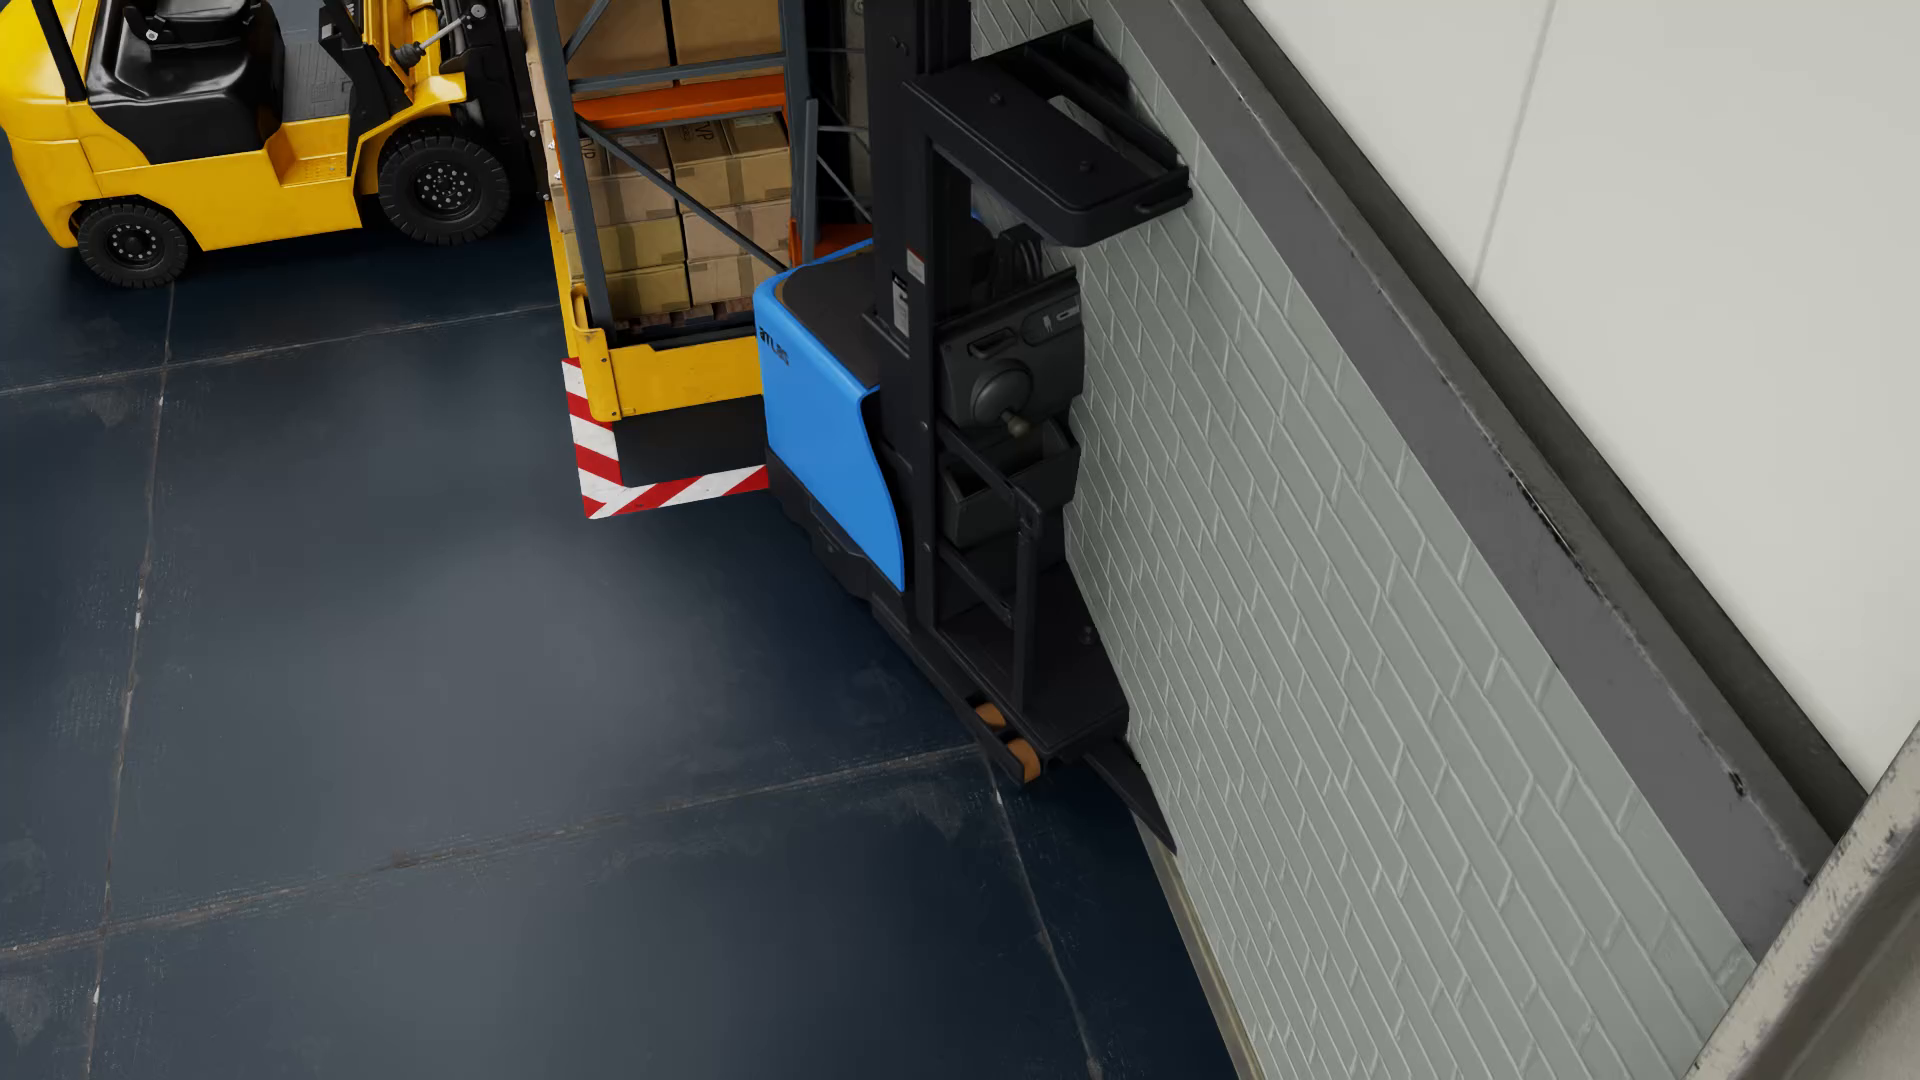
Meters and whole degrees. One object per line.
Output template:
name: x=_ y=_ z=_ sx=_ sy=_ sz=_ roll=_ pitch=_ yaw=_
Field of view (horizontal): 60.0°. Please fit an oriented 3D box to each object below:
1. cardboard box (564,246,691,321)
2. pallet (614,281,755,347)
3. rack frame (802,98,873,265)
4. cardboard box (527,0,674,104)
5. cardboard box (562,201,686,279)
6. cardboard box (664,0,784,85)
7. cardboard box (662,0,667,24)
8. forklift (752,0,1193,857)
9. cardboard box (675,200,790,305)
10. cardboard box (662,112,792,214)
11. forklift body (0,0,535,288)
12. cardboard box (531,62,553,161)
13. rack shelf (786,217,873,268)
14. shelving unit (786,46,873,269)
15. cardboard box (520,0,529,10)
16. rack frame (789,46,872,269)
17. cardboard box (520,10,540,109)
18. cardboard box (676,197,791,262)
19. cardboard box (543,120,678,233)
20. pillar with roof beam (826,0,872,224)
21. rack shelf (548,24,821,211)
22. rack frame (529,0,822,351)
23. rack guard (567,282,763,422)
cardboard box: x=-1.510 y=-1.247 z=7.503 sx=0.500 sy=0.250 sz=0.500 roll=-10 pitch=46 yaw=-10
pallet: x=-1.321 y=-1.341 z=7.916 sx=1.003 sy=0.211 sz=1.213 roll=-11 pitch=47 yaw=-10
rack frame: x=-0.360 y=-0.945 z=6.390 sx=0.500 sy=1.500 sz=0.032 roll=0 pitch=32 yaw=-8
cardboard box: x=-1.464 y=-2.123 z=6.660 sx=0.500 sy=0.500 sz=0.500 roll=-12 pitch=47 yaw=-11
cardboard box: x=-1.511 y=-1.435 z=7.337 sx=0.500 sy=0.250 sz=0.500 roll=-11 pitch=47 yaw=-11
cardboard box: x=-0.943 y=-2.224 z=6.759 sx=0.500 sy=0.500 sz=0.500 roll=-9 pitch=46 yaw=-9
cardboard box: x=-1.097 y=-2.580 z=7.108 sx=0.500 sy=0.500 sz=0.500 roll=-9 pitch=46 yaw=-9
forklift: x=0.462 y=-0.557 z=5.244 sx=1.130 sy=2.935 sz=3.031 roll=-26 pitch=51 yaw=-24
cardboard box: x=-1.021 y=-1.356 z=7.609 sx=0.500 sy=0.250 sz=0.500 roll=-11 pitch=47 yaw=-10
cardboard box: x=-1.024 y=-1.697 z=7.244 sx=0.500 sy=0.250 sz=0.500 roll=-11 pitch=47 yaw=-11
forklift body: x=-3.333 y=-2.475 z=7.669 sx=2.313 sy=2.155 sz=1.214 roll=-11 pitch=47 yaw=-10
cardboard box: x=-1.640 y=-1.943 z=7.485 sx=0.500 sy=0.250 sz=0.500 roll=-10 pitch=46 yaw=-10
rack shelf: x=-0.436 y=-1.062 z=6.910 sx=0.538 sy=0.185 sz=1.000 roll=0 pitch=32 yaw=-8
shelving unit: x=-0.423 y=-1.220 z=6.824 sx=0.587 sy=1.500 sz=1.083 roll=0 pitch=32 yaw=-8
cardboard box: x=-1.901 y=-2.641 z=8.169 sx=0.500 sy=0.250 sz=0.500 roll=-12 pitch=47 yaw=-11
rack frame: x=-0.484 y=-1.485 z=7.242 sx=0.500 sy=1.500 sz=0.032 roll=0 pitch=32 yaw=-8
cardboard box: x=-1.779 y=-2.290 z=7.825 sx=0.500 sy=0.250 sz=0.500 roll=-10 pitch=46 yaw=-10
cardboard box: x=-1.004 y=-1.518 z=7.419 sx=0.500 sy=0.250 sz=0.500 roll=-10 pitch=46 yaw=-10
cardboard box: x=-1.504 y=-1.592 z=7.141 sx=0.500 sy=0.250 sz=0.500 roll=-9 pitch=46 yaw=-9
pillar with roof beam: x=-4.553 y=-3.754 z=4.129 sx=9.100 sy=9.000 sz=0.400 roll=-11 pitch=47 yaw=-10
rack shelf: x=-1.596 y=-2.925 z=8.020 sx=1.077 sy=0.370 sz=4.000 roll=-11 pitch=47 yaw=-10
rack frame: x=-1.084 y=-1.796 z=6.410 sx=1.000 sy=3.000 sz=0.127 roll=-11 pitch=47 yaw=-10
rack guard: x=-1.078 y=-0.905 z=7.287 sx=1.175 sy=0.500 sz=0.348 roll=-11 pitch=47 yaw=-10
